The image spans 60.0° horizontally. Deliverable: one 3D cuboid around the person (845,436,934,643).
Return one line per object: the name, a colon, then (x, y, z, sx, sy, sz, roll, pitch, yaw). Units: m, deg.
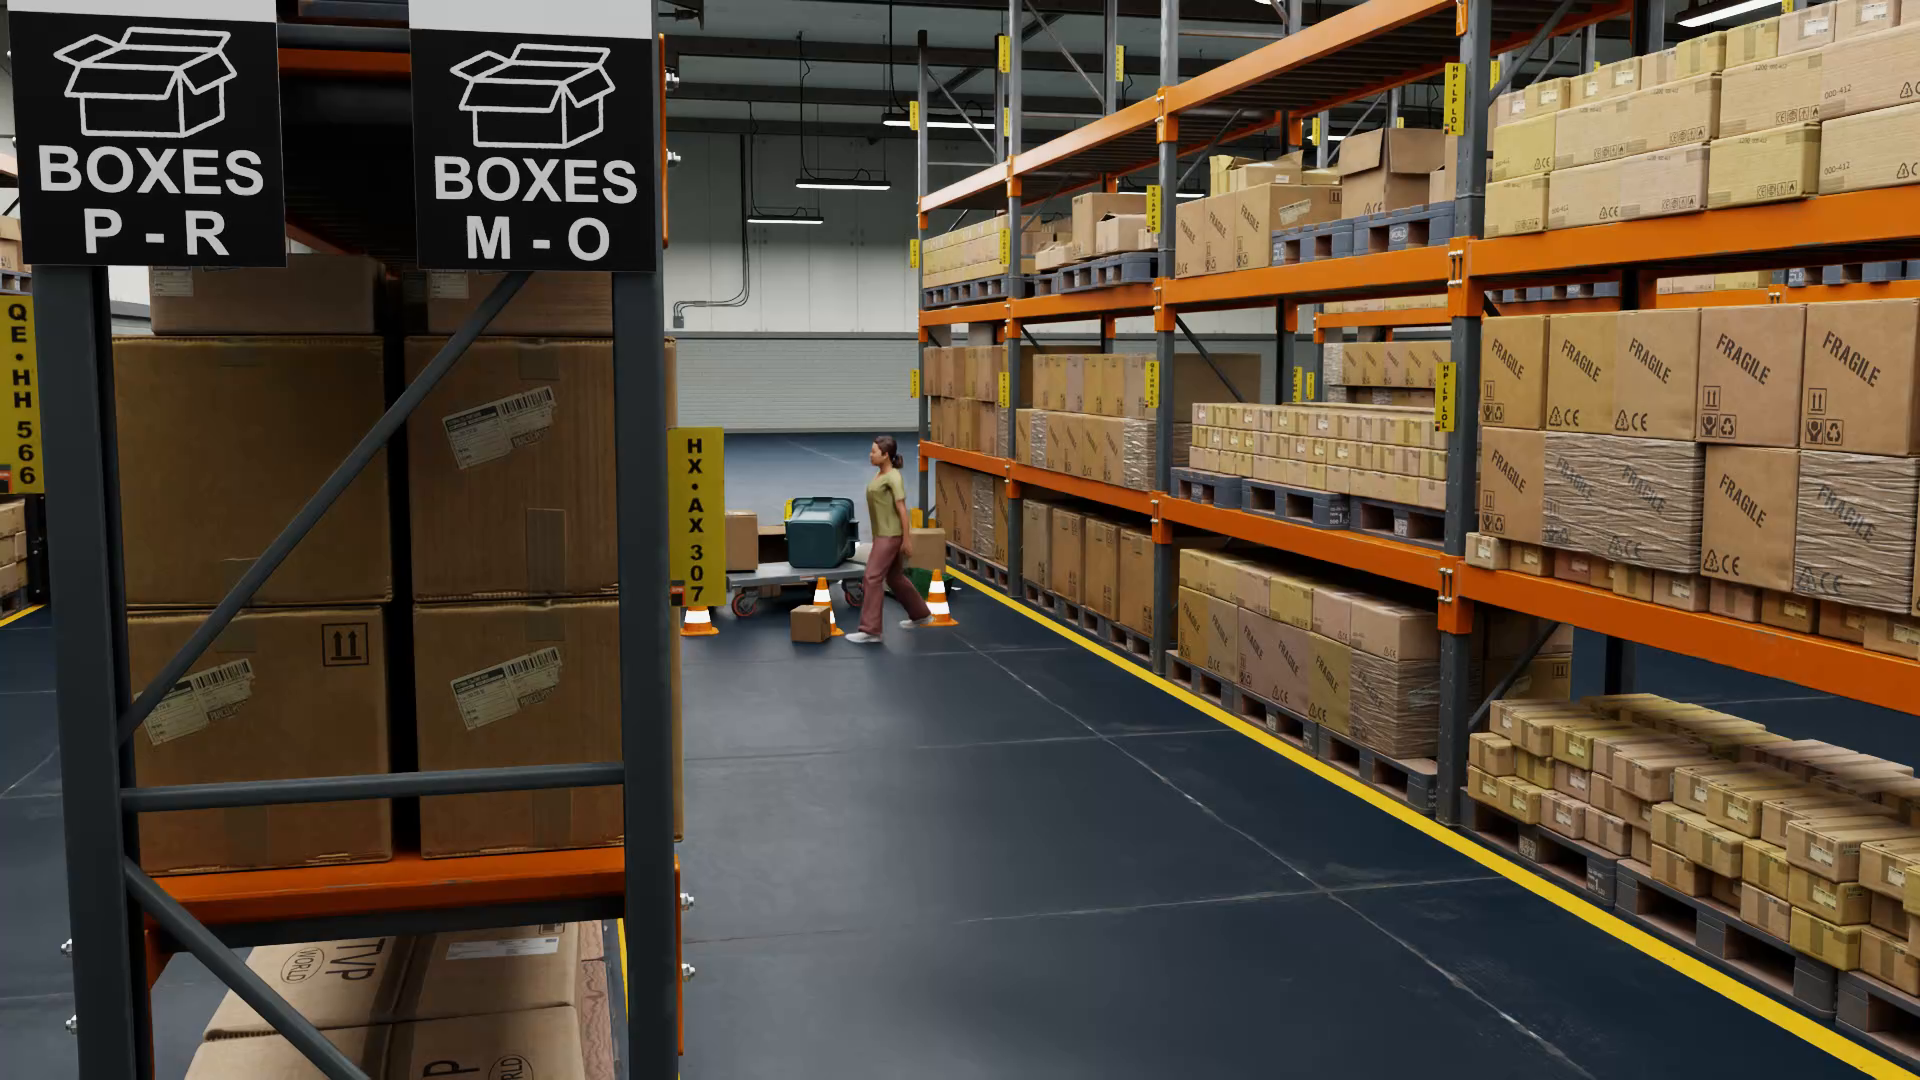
person: (-0.578, -0.024, 13.450, 0.850, 1.637, 0.573, -2, 7, -18)
